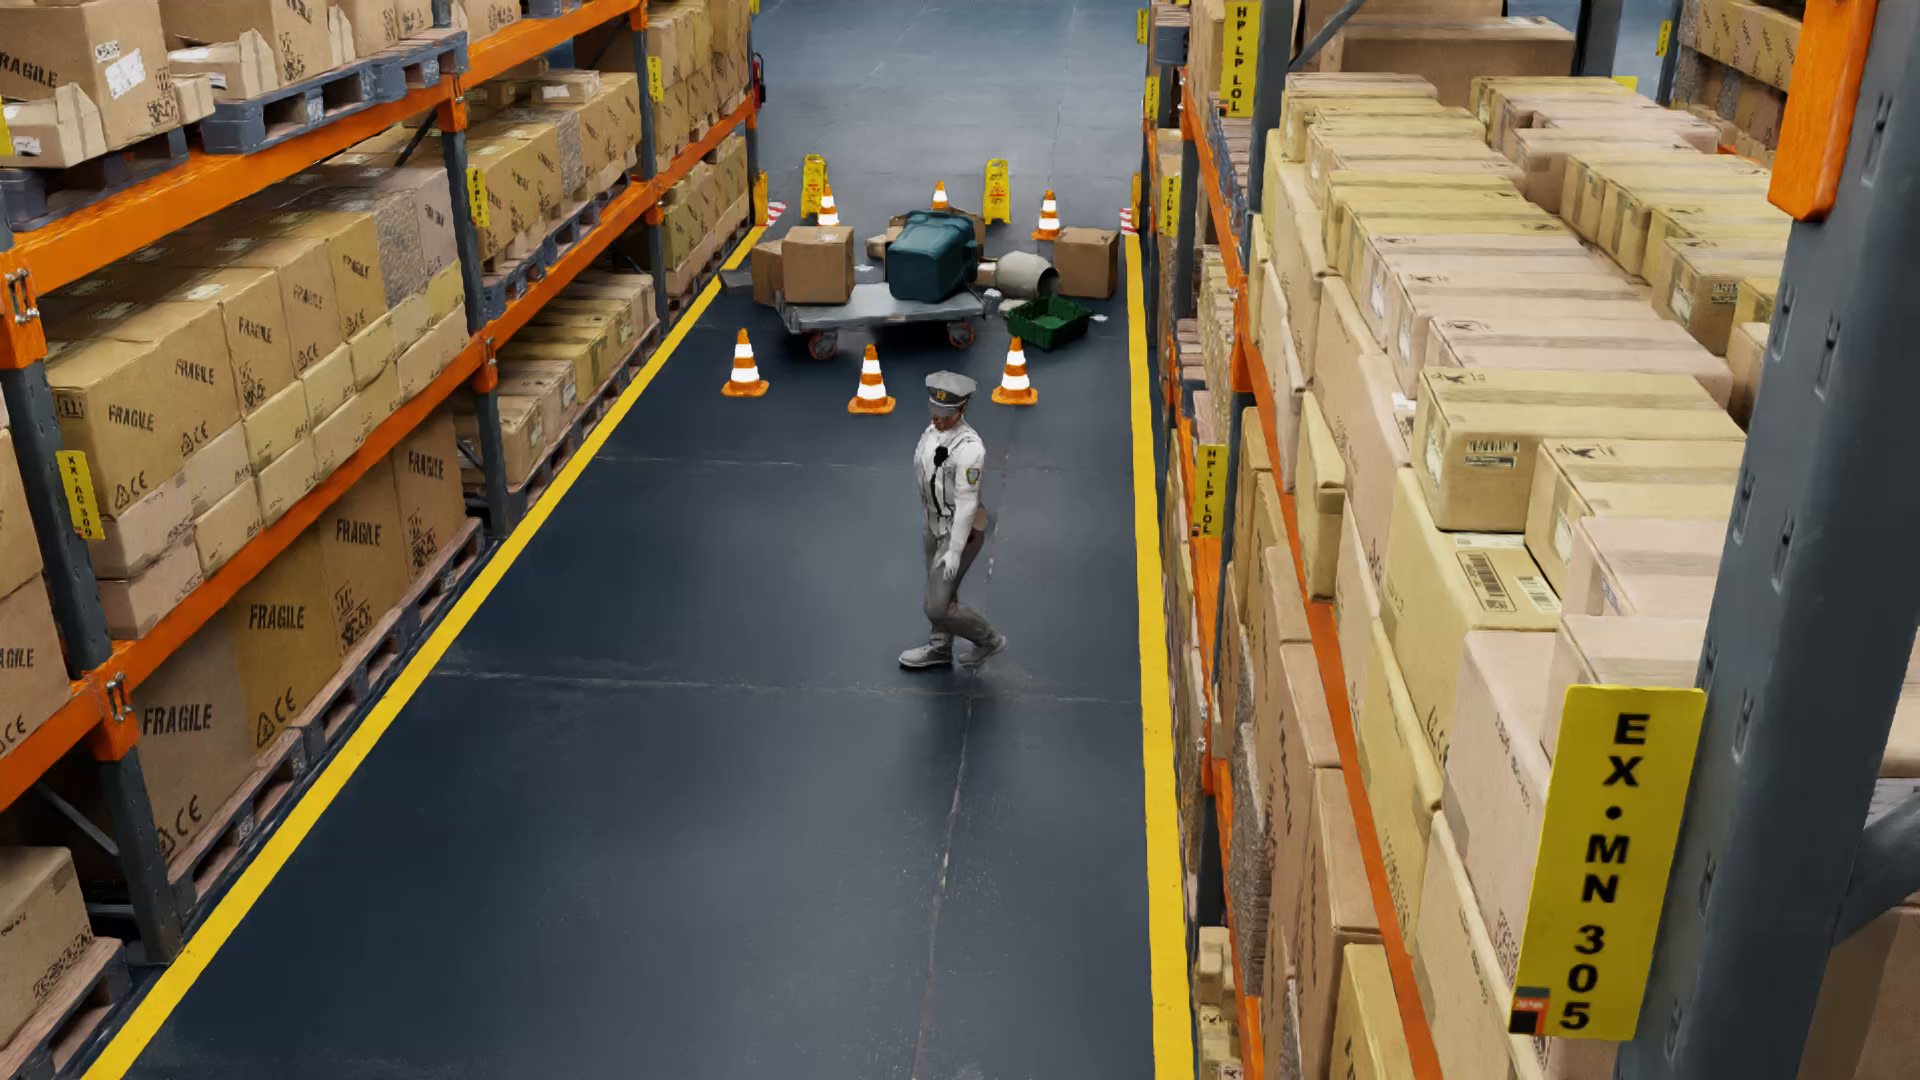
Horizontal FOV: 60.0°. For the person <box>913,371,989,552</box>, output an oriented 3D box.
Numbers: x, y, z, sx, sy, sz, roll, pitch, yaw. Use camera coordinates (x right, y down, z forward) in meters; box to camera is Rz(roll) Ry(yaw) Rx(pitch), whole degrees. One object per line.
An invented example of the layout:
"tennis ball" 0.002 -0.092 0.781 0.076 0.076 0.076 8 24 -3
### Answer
"person" -1.270 -0.731 6.854 14.602 2.357 18.042 -10 26 -21
